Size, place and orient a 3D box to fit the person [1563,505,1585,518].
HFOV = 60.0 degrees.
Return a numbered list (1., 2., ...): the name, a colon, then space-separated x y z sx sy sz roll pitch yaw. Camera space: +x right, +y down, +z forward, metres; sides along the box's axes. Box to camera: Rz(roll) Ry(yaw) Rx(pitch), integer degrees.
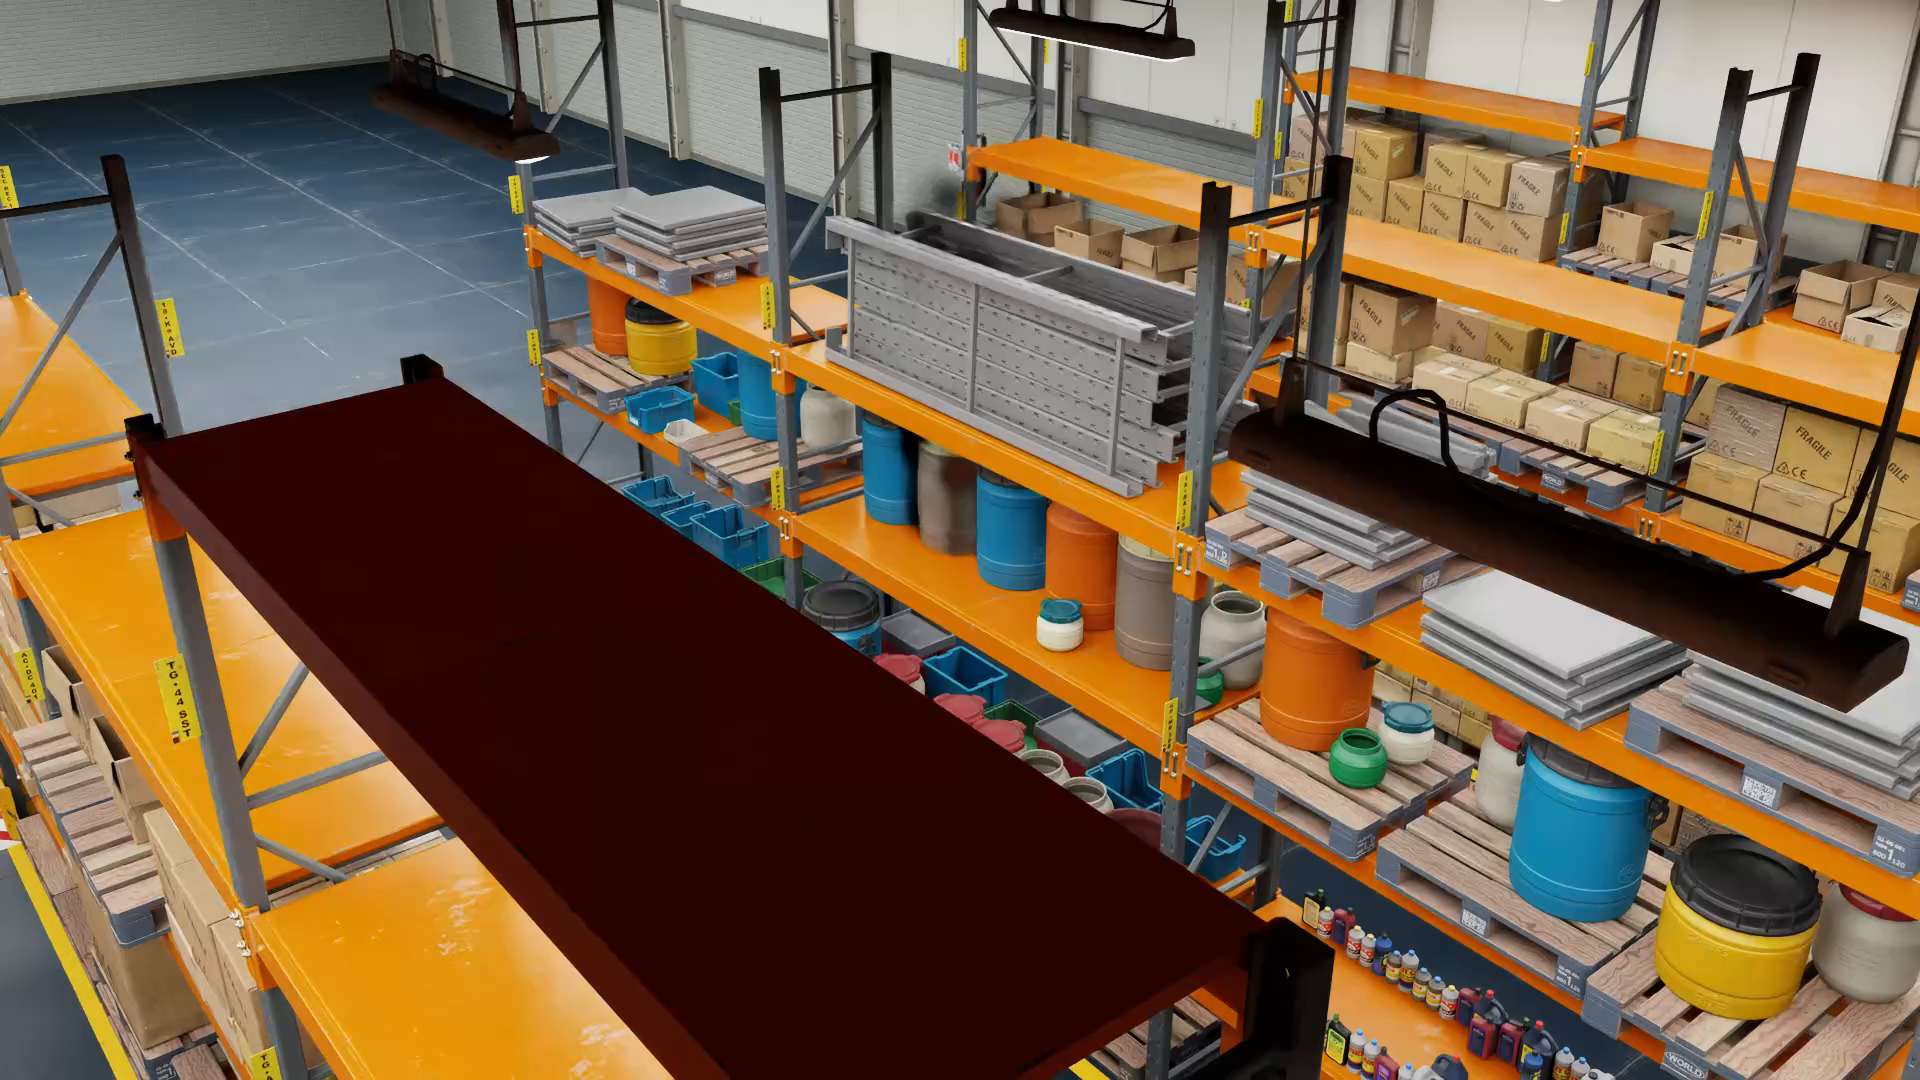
1. person: 5.497 0.421 15.482 0.559 1.656 0.607 23 34 38
